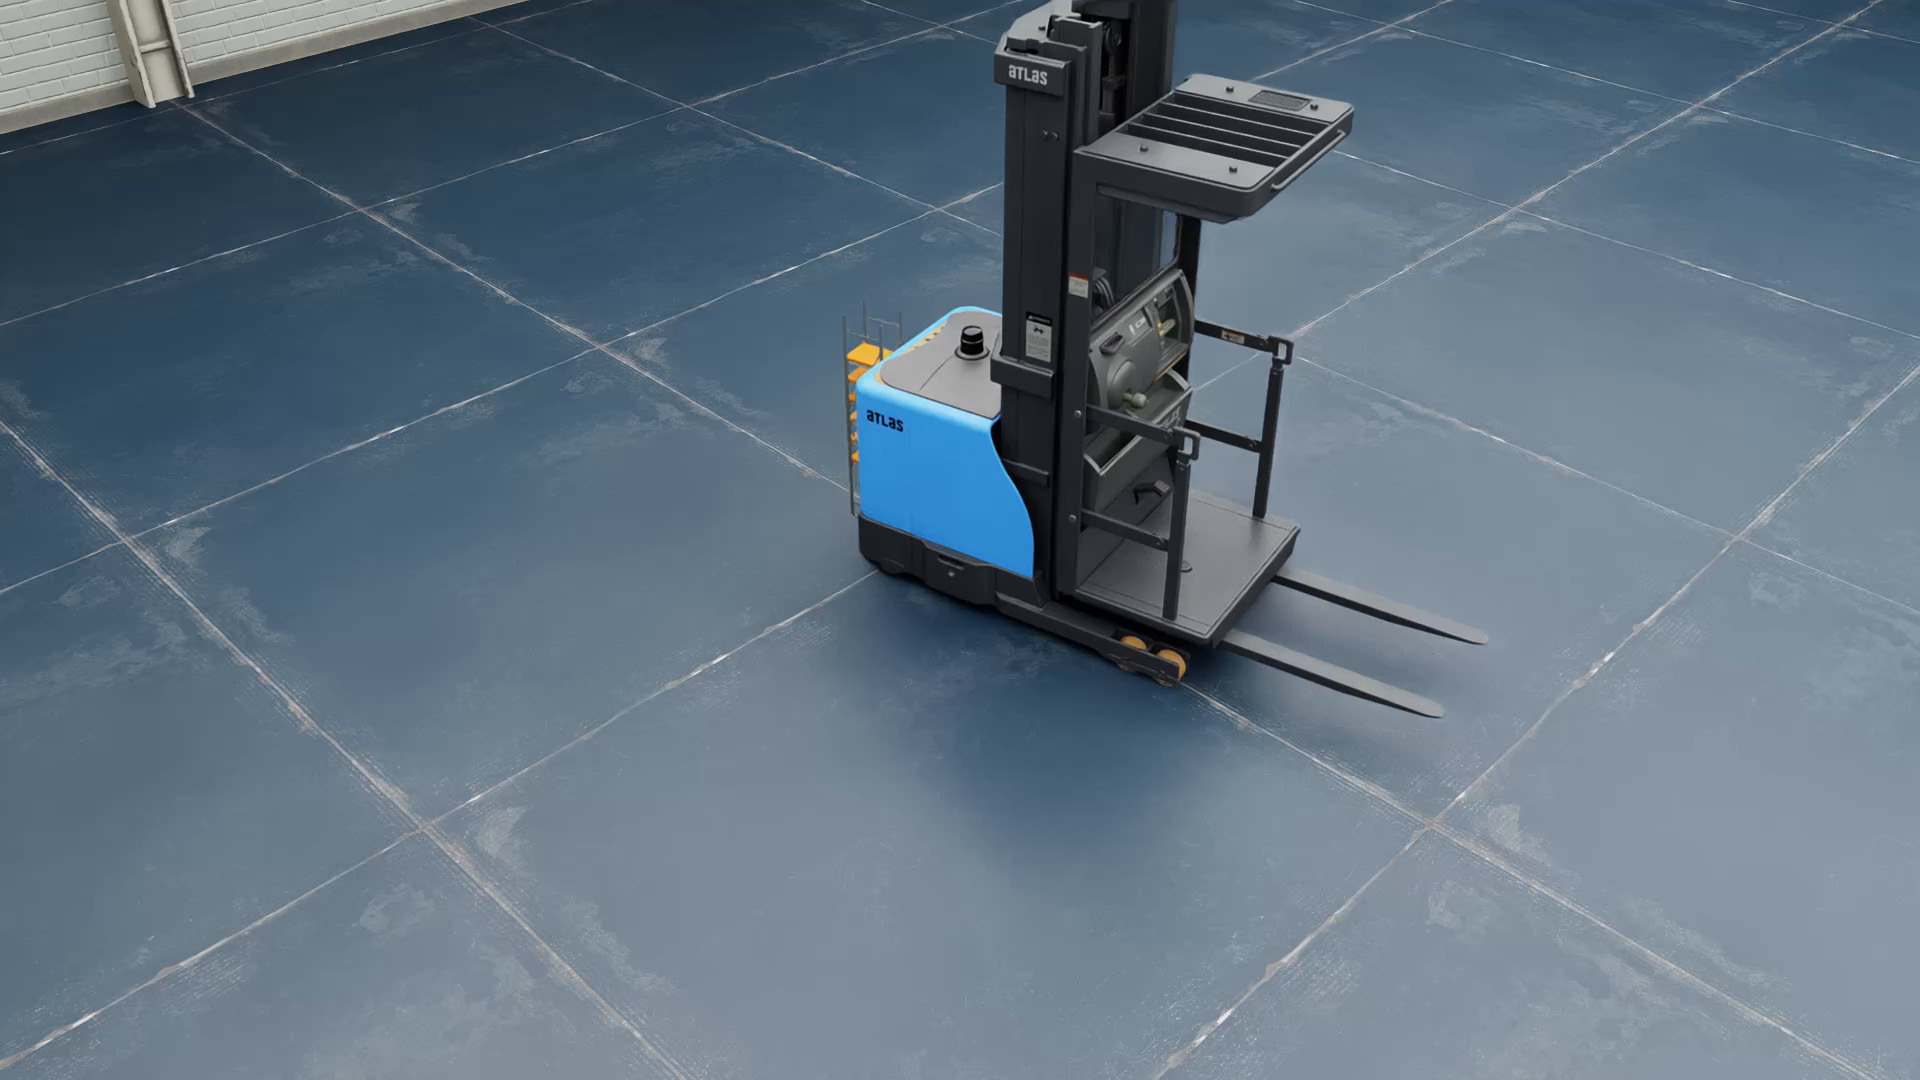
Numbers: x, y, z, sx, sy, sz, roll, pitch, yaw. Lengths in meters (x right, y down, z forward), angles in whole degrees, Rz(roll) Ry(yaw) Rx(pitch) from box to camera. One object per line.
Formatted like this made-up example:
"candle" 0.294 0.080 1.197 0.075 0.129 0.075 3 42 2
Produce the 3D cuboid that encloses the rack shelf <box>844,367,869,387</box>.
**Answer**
"rack shelf" -0.436 -0.797 8.493 0.258 0.103 0.180 19 39 25

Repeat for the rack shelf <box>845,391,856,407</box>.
"rack shelf" -0.436 -0.699 8.562 0.258 0.103 0.180 19 39 25

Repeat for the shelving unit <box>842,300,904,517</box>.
"shelving unit" -0.436 -0.637 8.605 0.258 1.200 0.189 19 39 25

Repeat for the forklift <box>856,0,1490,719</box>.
"forklift" 1.000 -0.870 7.426 3.031 2.935 1.130 20 40 26

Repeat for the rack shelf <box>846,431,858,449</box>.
"rack shelf" -0.436 -0.502 8.699 0.258 0.103 0.180 19 39 25

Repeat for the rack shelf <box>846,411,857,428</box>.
"rack shelf" -0.436 -0.601 8.631 0.258 0.103 0.180 19 39 25

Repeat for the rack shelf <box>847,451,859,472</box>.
"rack shelf" -0.436 -0.404 8.768 0.258 0.103 0.180 19 39 25

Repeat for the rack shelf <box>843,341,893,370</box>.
"rack shelf" -0.436 -0.896 8.425 0.258 0.103 0.180 19 39 25

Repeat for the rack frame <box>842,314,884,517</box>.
"rack frame" -0.483 -0.592 8.541 0.240 1.200 0.006 19 39 25

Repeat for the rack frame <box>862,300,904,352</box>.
"rack frame" -0.389 -0.682 8.670 0.240 1.200 0.006 19 39 25

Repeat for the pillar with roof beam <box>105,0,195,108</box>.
"pillar with roof beam" -3.704 -5.715 9.068 9.100 9.000 0.400 30 45 35
